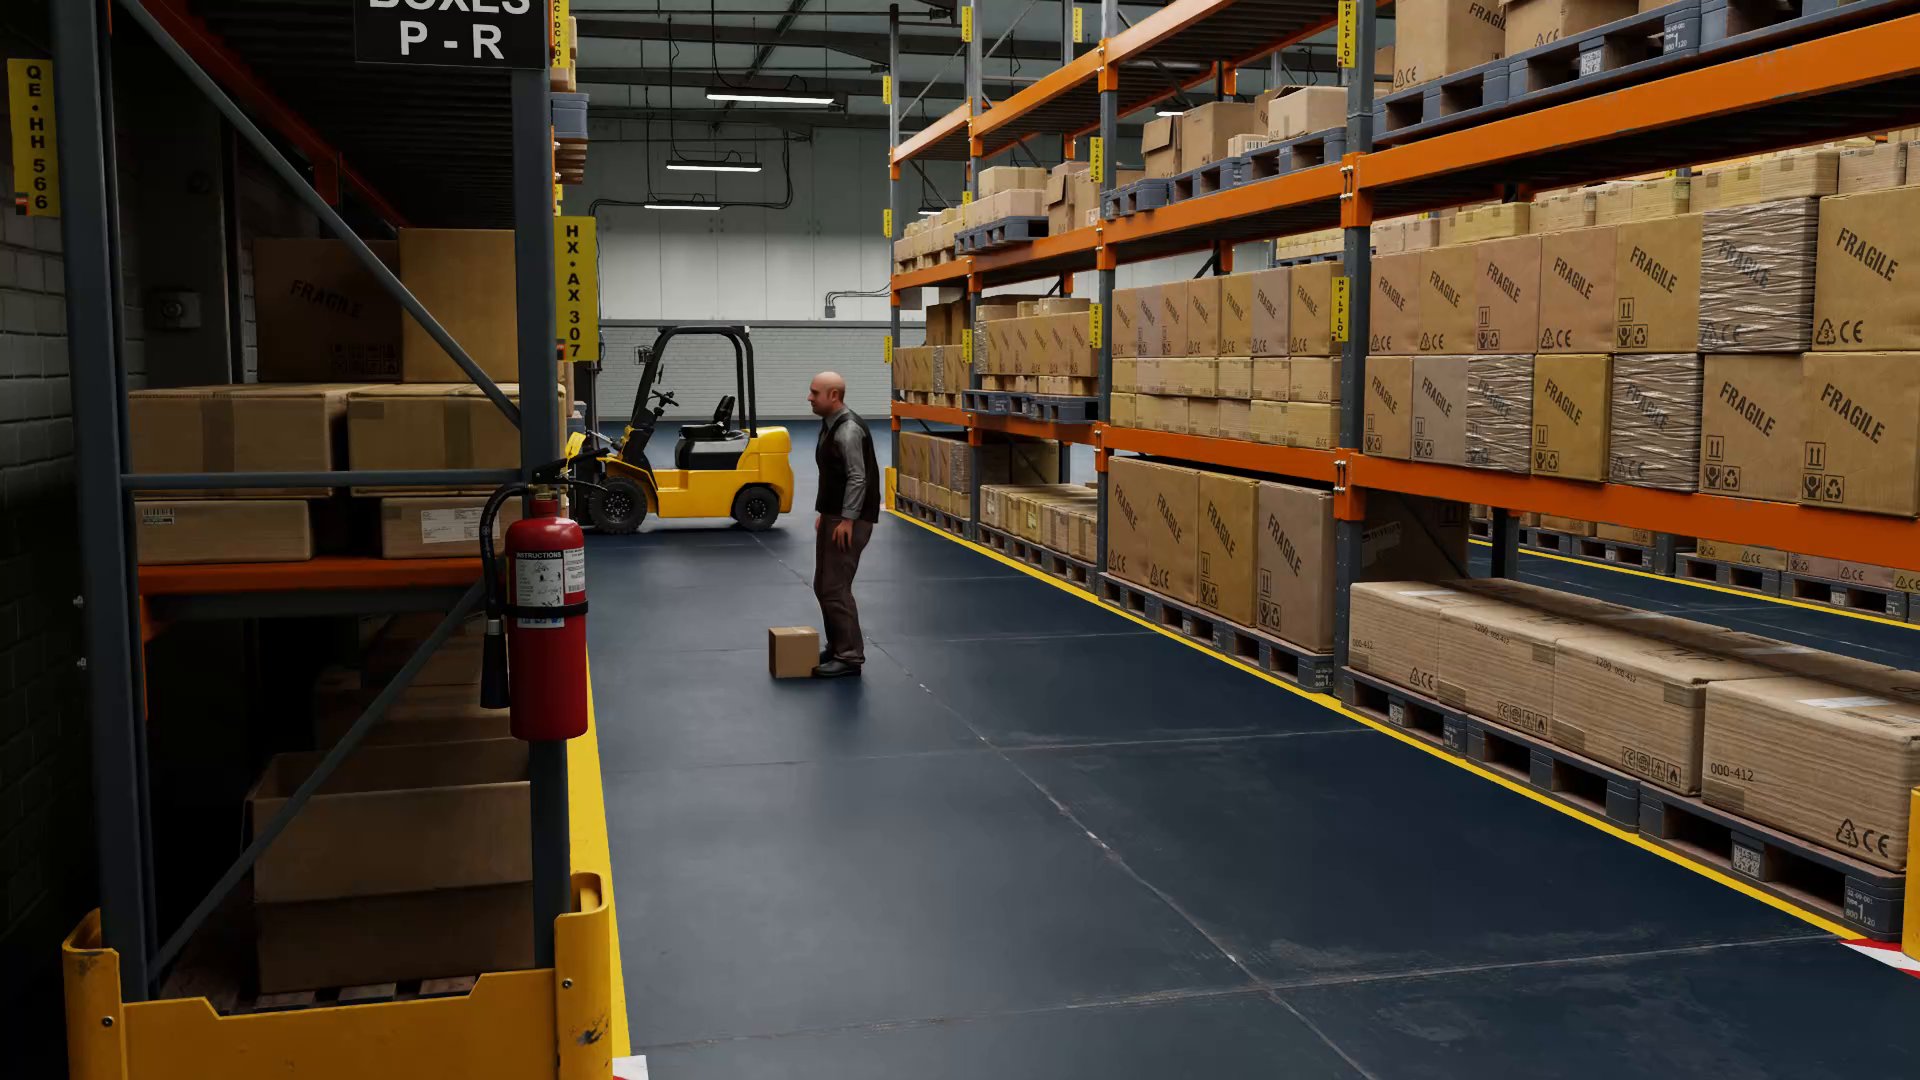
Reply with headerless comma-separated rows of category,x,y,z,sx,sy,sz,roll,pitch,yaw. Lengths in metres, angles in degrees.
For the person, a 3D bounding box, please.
person,-0.674,-0.098,9.481,0.426,1.720,0.585,-2,6,-17
